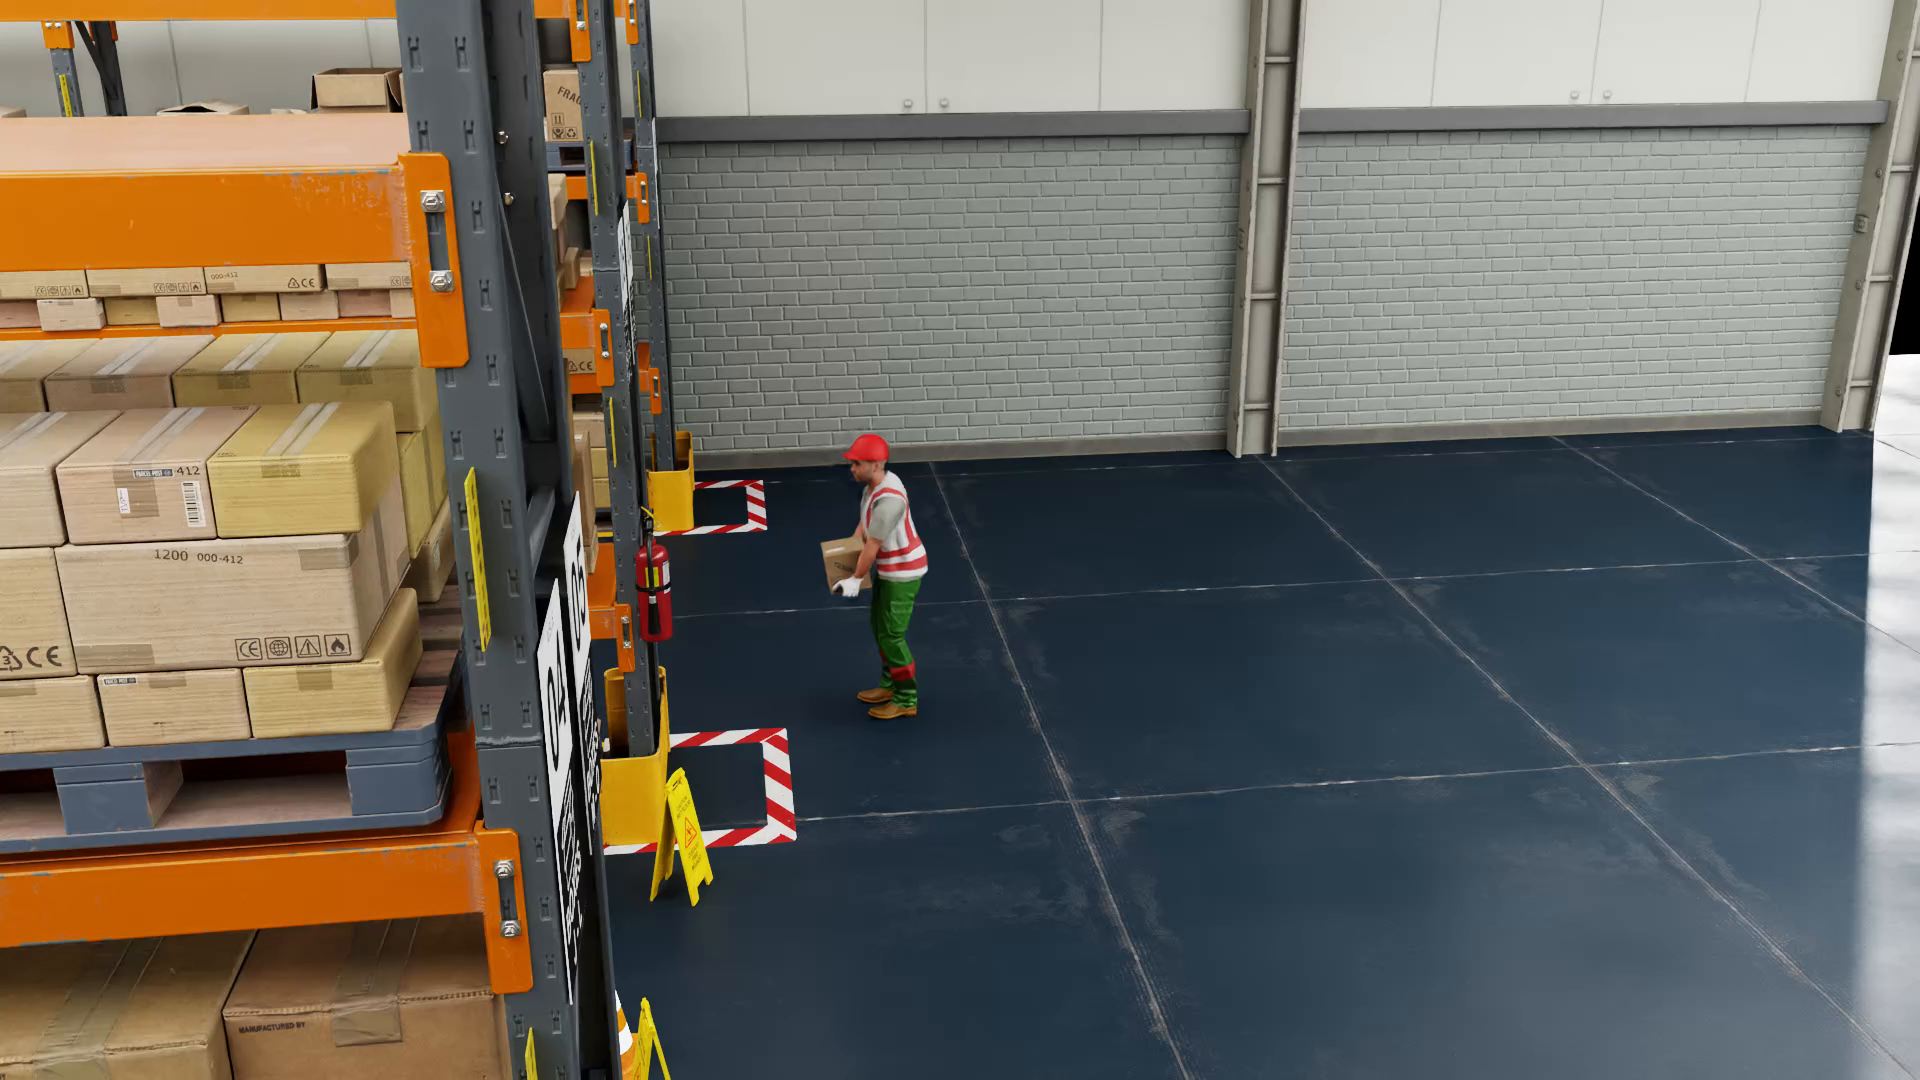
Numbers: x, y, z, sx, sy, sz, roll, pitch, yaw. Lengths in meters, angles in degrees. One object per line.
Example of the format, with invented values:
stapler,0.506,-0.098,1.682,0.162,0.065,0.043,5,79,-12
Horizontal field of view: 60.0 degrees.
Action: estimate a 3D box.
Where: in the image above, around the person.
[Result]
person,-0.488,0.213,9.985,0.584,1.760,0.491,-3,20,-9
